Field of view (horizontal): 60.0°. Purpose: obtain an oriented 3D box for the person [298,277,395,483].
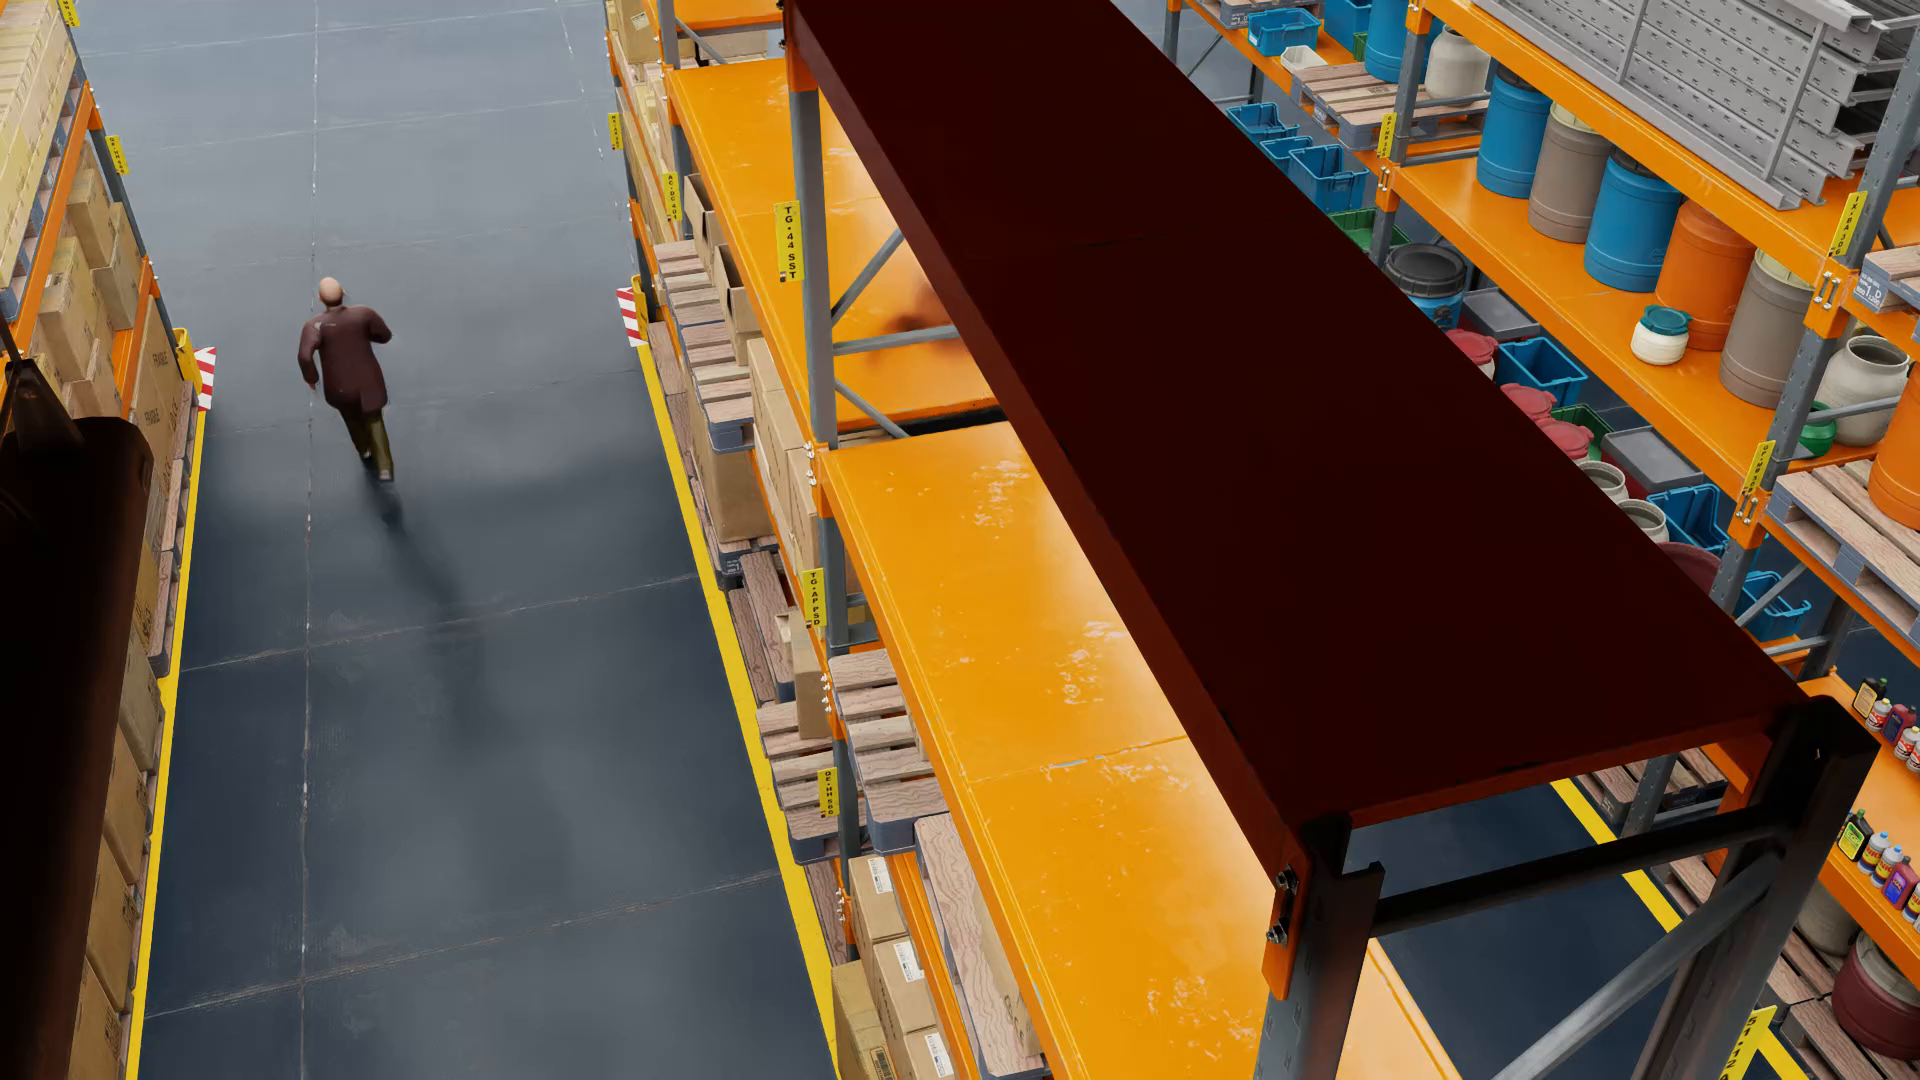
[{"bbox_3d":[-4.694,-1.188,12.929,0.738,1.836,1.008,-20,43,-24],"label":"person"}]
